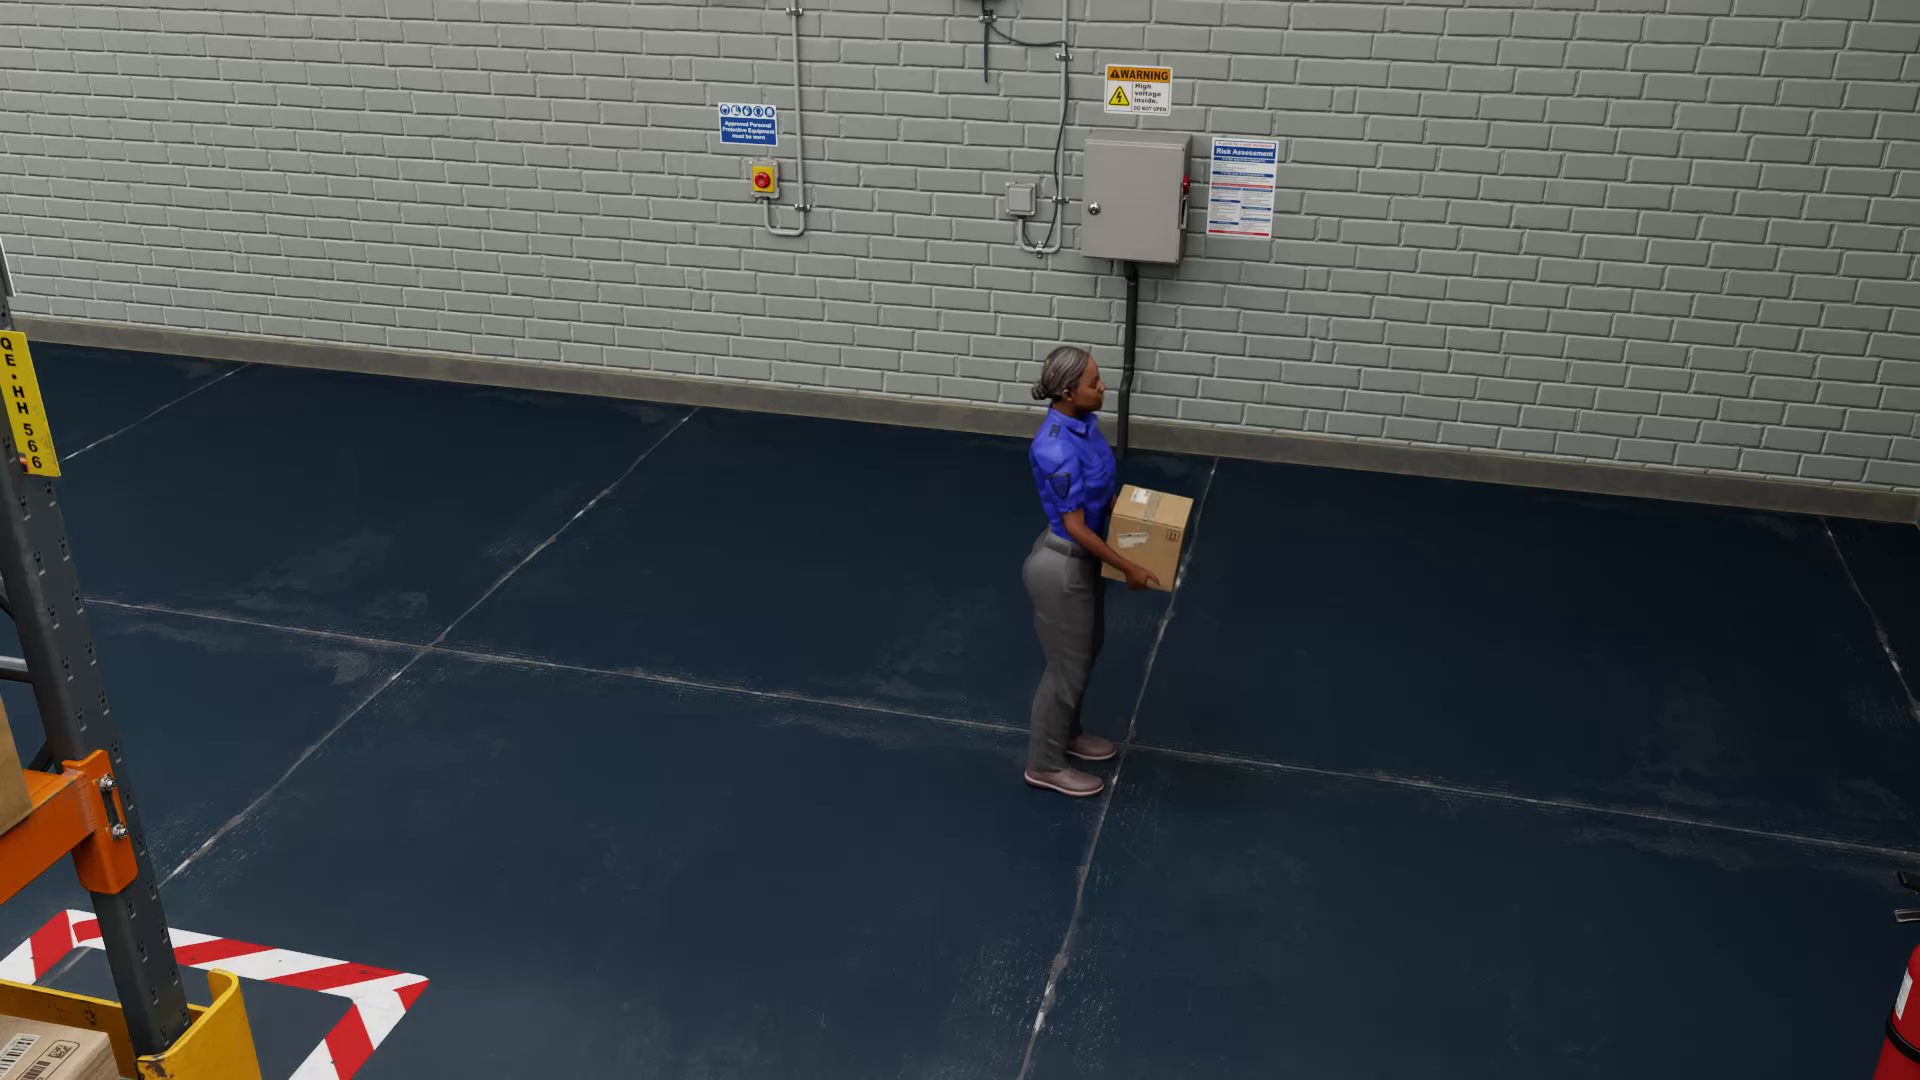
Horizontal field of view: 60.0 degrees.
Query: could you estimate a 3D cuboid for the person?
[{"bbox_3d":[0.480,0.121,5.873,0.496,1.656,0.446,6,26,13],"label":"person"}]
